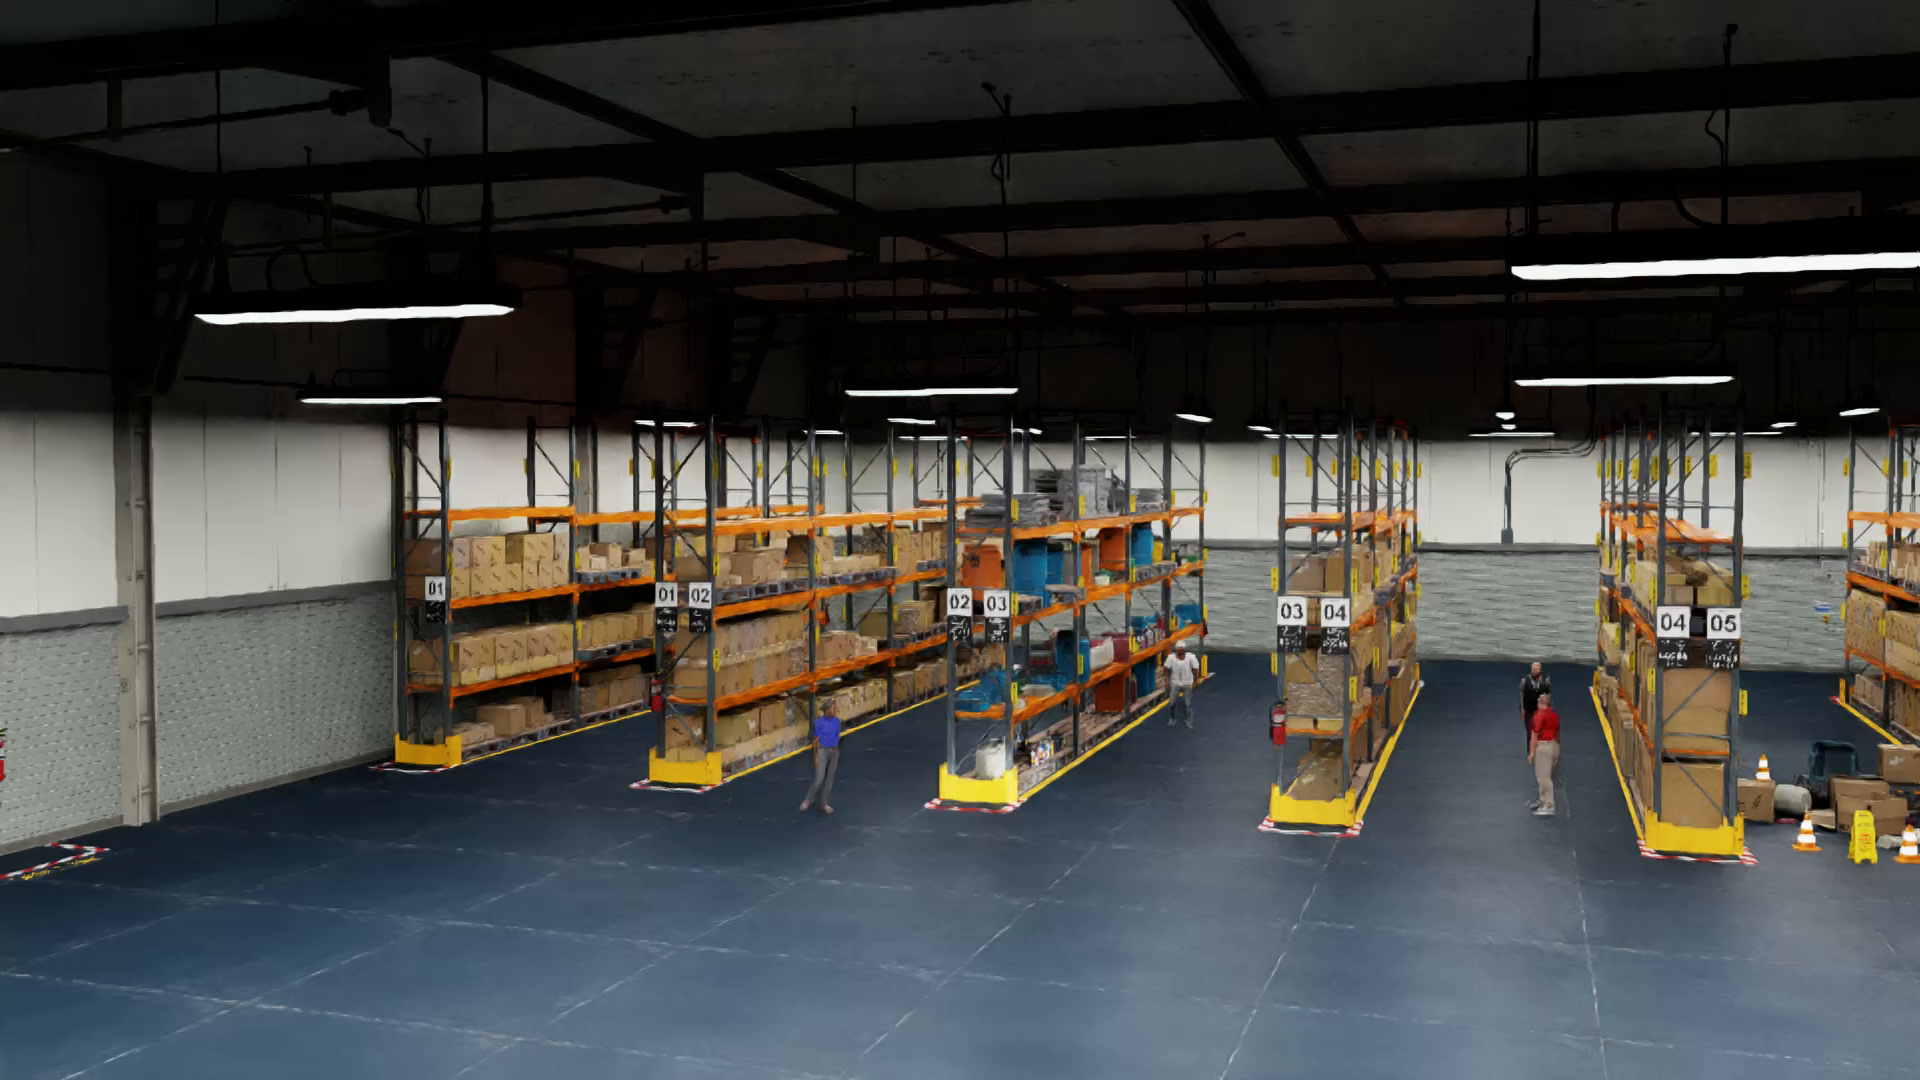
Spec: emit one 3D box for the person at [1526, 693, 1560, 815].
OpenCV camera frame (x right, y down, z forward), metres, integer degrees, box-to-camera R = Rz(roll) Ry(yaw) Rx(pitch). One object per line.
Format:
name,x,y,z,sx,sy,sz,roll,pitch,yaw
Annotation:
person,8.470,3.086,24.208,0.655,1.721,0.580,-2,3,-41

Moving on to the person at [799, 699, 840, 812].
person,-2.015,3.128,24.179,0.625,1.651,0.439,-2,3,-37

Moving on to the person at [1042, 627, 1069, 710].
person,2.021,2.663,34.456,0.729,1.733,0.546,1,3,18

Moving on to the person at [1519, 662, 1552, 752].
person,9.958,2.932,28.803,0.543,1.648,1.115,1,3,21

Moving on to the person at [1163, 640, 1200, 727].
person,4.273,2.774,32.149,0.719,1.714,0.578,1,3,17
